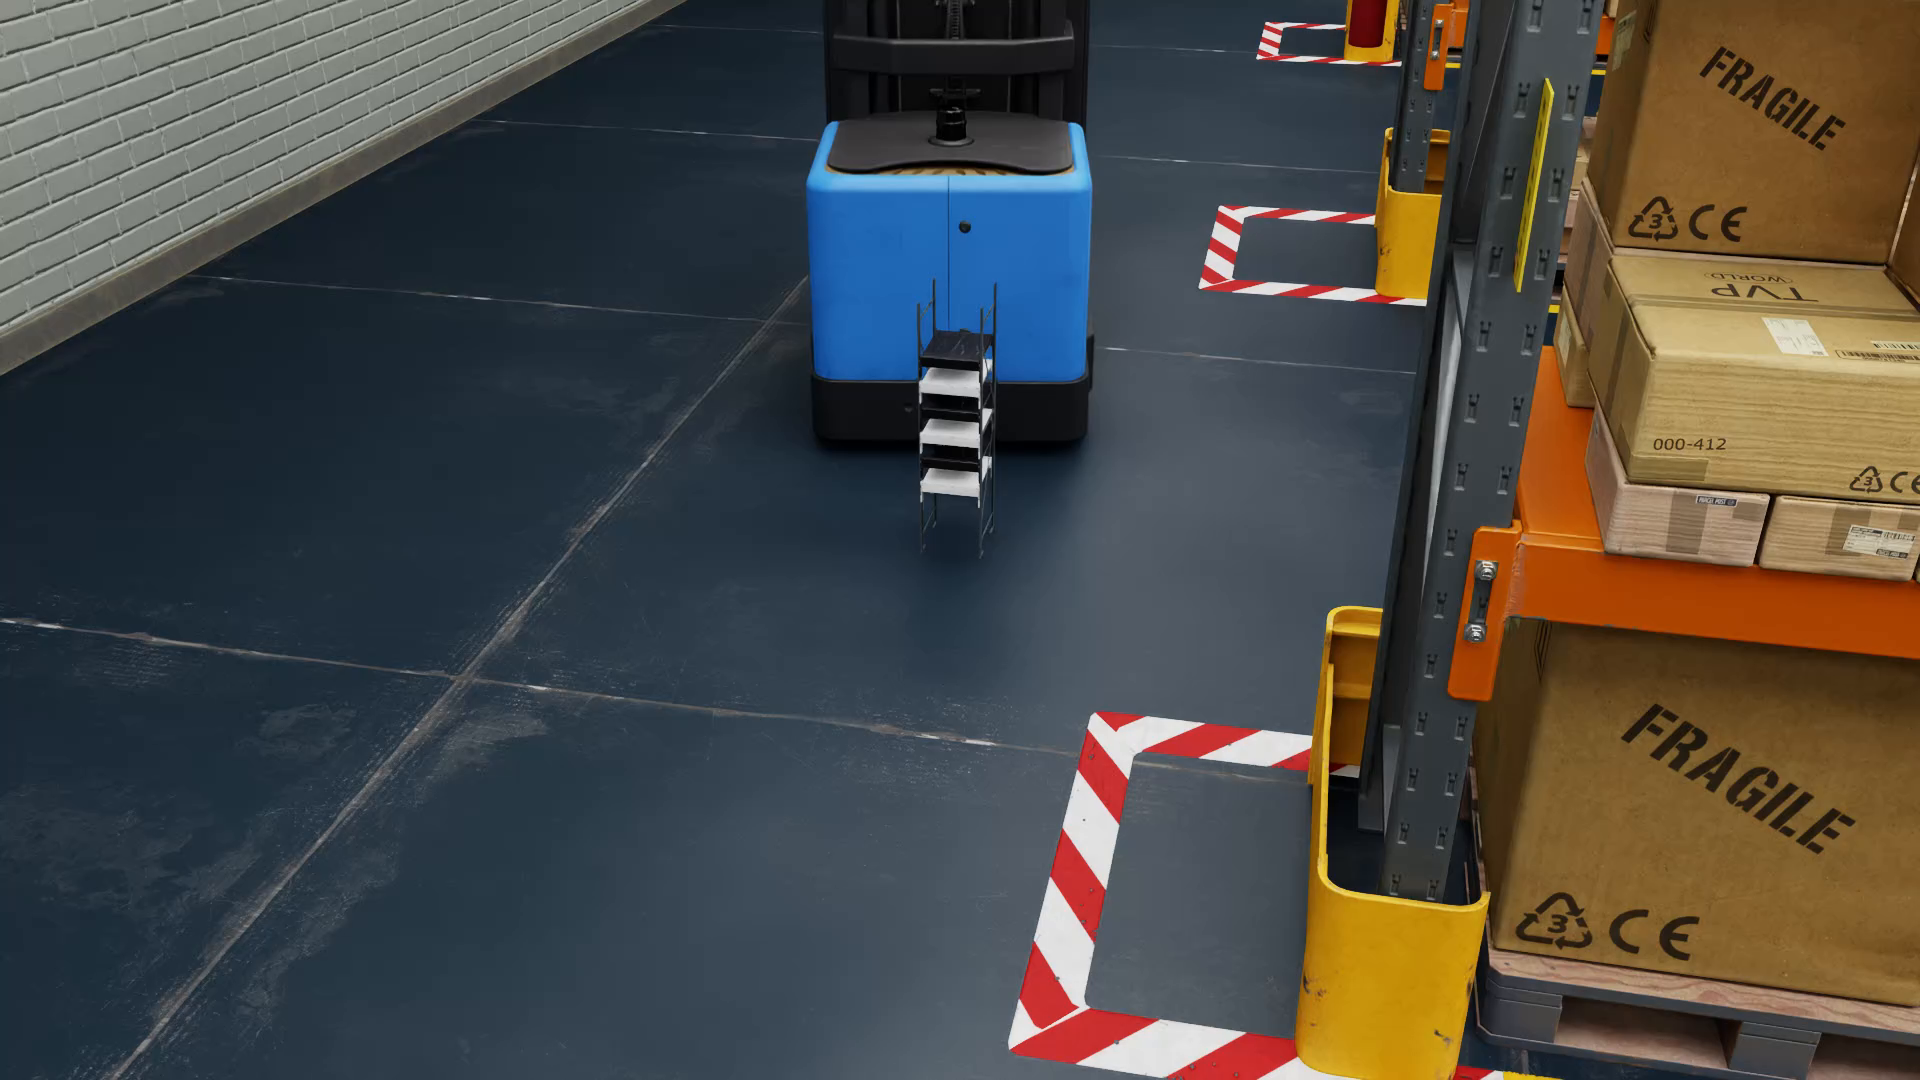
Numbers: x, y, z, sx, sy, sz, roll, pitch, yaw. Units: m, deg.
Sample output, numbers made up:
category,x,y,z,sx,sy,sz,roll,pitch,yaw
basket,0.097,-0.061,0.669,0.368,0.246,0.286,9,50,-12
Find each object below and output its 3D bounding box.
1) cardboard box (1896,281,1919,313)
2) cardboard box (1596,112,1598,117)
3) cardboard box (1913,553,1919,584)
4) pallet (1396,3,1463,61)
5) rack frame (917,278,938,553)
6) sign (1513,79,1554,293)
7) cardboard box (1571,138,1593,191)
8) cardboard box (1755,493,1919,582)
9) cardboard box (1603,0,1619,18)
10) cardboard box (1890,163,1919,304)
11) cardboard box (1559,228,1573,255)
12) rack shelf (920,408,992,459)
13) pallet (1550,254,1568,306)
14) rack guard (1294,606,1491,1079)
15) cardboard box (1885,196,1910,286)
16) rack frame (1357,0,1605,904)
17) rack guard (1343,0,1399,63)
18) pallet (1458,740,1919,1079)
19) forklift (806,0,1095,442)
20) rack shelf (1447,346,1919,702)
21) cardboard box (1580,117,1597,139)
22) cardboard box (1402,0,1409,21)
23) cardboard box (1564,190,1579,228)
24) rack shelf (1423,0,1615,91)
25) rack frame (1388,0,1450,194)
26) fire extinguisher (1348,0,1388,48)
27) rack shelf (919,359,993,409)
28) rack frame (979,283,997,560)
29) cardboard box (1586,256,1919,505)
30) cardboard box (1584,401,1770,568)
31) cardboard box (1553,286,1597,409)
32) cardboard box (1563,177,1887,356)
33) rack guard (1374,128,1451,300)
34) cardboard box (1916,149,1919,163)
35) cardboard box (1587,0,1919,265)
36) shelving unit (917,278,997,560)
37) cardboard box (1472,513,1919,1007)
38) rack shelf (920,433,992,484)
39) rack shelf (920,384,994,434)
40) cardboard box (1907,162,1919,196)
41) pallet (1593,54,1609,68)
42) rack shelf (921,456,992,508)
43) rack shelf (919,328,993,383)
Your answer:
category,x,y,z,sx,sy,sz,roll,pitch,yaw
cardboard box,1.968,-0.255,2.939,0.500,0.250,0.500,6,29,10
cardboard box,3.264,-1.976,8.147,0.250,0.149,0.380,5,29,9
cardboard box,1.825,-0.063,3.003,0.250,0.149,0.380,5,29,9
pallet,3.913,-3.802,12.475,1.213,0.211,1.003,6,29,11
rack frame,-0.107,-0.406,5.554,0.006,0.900,0.240,6,29,11
sign,0.923,-0.569,2.682,0.005,0.325,0.100,6,29,11
cardboard box,2.916,-1.745,7.726,0.250,0.149,0.380,6,29,11
cardboard box,1.574,-0.089,3.050,0.250,0.149,0.380,5,29,10
cardboard box,2.937,-2.379,7.233,0.250,0.149,0.380,5,29,9
cardboard box,1.947,-0.583,2.757,0.500,0.500,0.500,5,29,9
cardboard box,2.898,-1.477,7.855,0.250,0.149,0.380,6,29,10
rack shelf,-0.008,-0.366,5.551,0.200,0.077,0.258,6,29,11
pallet,3.041,-1.405,8.096,1.213,0.211,1.003,6,29,11
rack guard,1.021,0.680,3.988,0.348,0.500,1.175,6,29,11
cardboard box,2.070,-0.504,3.393,0.500,0.250,0.500,5,29,10
rack frame,1.045,-0.415,3.384,0.127,3.000,1.000,6,29,11
rack guard,3.091,-3.974,12.489,0.348,0.500,1.175,6,29,11
pallet,1.843,0.852,3.974,1.213,0.211,1.003,6,29,11
forklift,-0.010,-2.325,6.944,1.130,2.935,3.031,1,29,1
rack shelf,3.001,0.102,3.190,4.000,0.370,1.077,6,29,11
cardboard box,2.984,-1.942,8.086,0.250,0.149,0.380,6,29,12
cardboard box,3.781,-4.110,12.364,0.875,0.438,0.875,5,29,9
cardboard box,2.894,-1.571,7.717,0.250,0.149,0.380,6,29,10
rack shelf,4.135,-2.218,7.426,4.000,0.370,1.077,6,29,11
rack frame,2.179,-2.734,7.620,0.127,3.000,1.000,6,29,11
fire extinguisher,2.029,-2.778,8.170,0.183,0.674,0.296,6,29,11
rack shelf,-0.008,-0.524,5.465,0.200,0.077,0.258,6,29,11
rack frame,0.091,-0.385,5.517,0.006,0.900,0.240,6,29,11
cardboard box,1.458,-0.304,3.029,0.500,0.250,0.500,5,29,9
cardboard box,1.323,-0.114,3.096,0.250,0.149,0.380,6,29,11
cardboard box,1.462,-0.423,3.661,0.250,0.149,0.380,6,29,12
cardboard box,1.574,-0.555,3.487,0.500,0.250,0.500,5,29,10
rack guard,2.254,-1.630,8.206,0.348,0.500,1.175,6,29,11
cardboard box,4.508,-1.785,7.798,0.250,0.149,0.380,5,29,8
cardboard box,1.576,-0.883,3.304,0.500,0.500,0.500,6,29,11
shelving unit,-0.008,-0.396,5.535,0.210,0.900,0.258,6,29,11
cardboard box,1.687,0.360,3.744,0.875,0.875,0.875,6,29,11
rack shelf,-0.008,-0.287,5.595,0.200,0.077,0.258,6,29,11
rack shelf,-0.008,-0.445,5.508,0.200,0.077,0.258,6,29,11
cardboard box,4.178,-1.613,7.485,0.250,0.149,0.380,6,29,11
pallet,5.102,-3.679,12.249,1.213,0.211,1.003,6,29,11
rack shelf,-0.008,-0.208,5.638,0.200,0.077,0.258,6,29,11
rack shelf,-0.008,-0.603,5.422,0.200,0.077,0.258,6,29,11
